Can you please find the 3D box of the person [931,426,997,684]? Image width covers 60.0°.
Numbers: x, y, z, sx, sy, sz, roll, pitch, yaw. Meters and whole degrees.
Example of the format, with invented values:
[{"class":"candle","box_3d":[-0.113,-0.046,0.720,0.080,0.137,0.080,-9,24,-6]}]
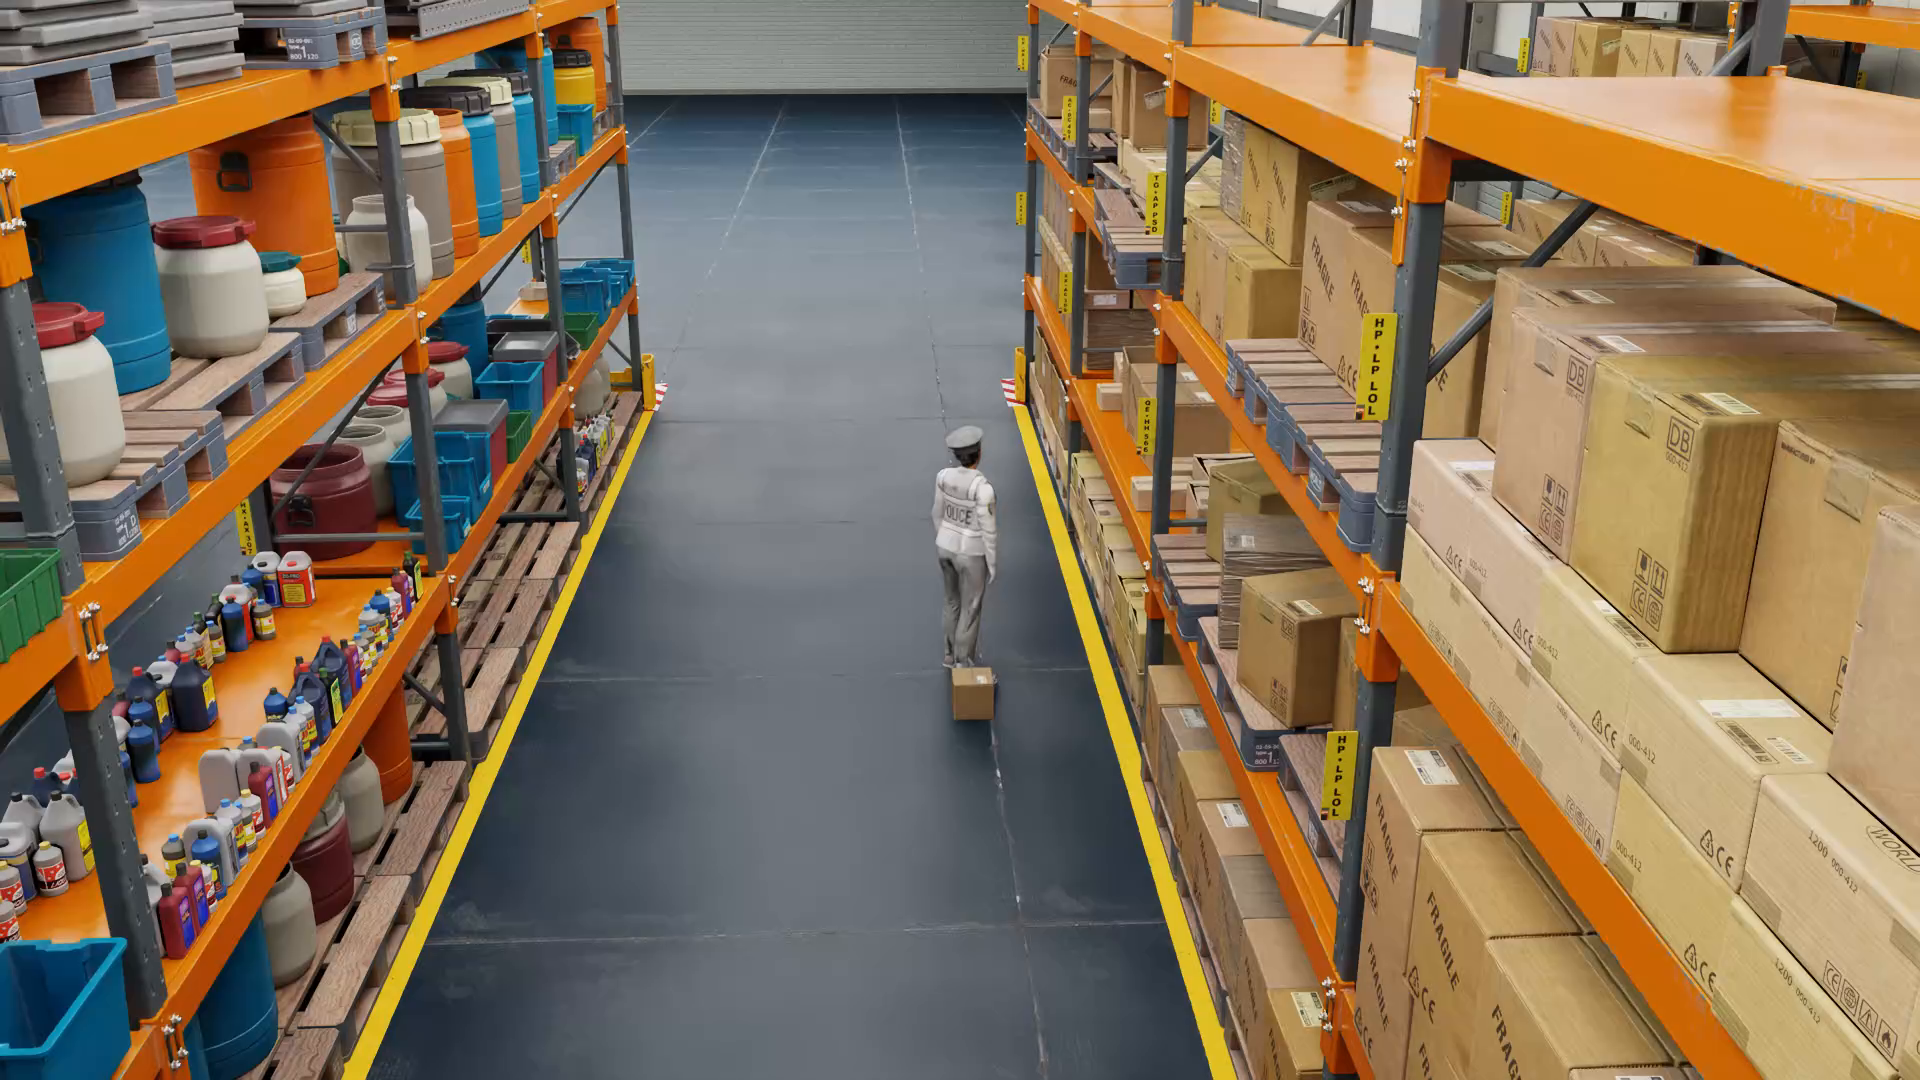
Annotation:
[{"class":"person","box_3d":[0.043,0.095,10.736,0.405,1.679,0.528,-19,28,-41]}]
